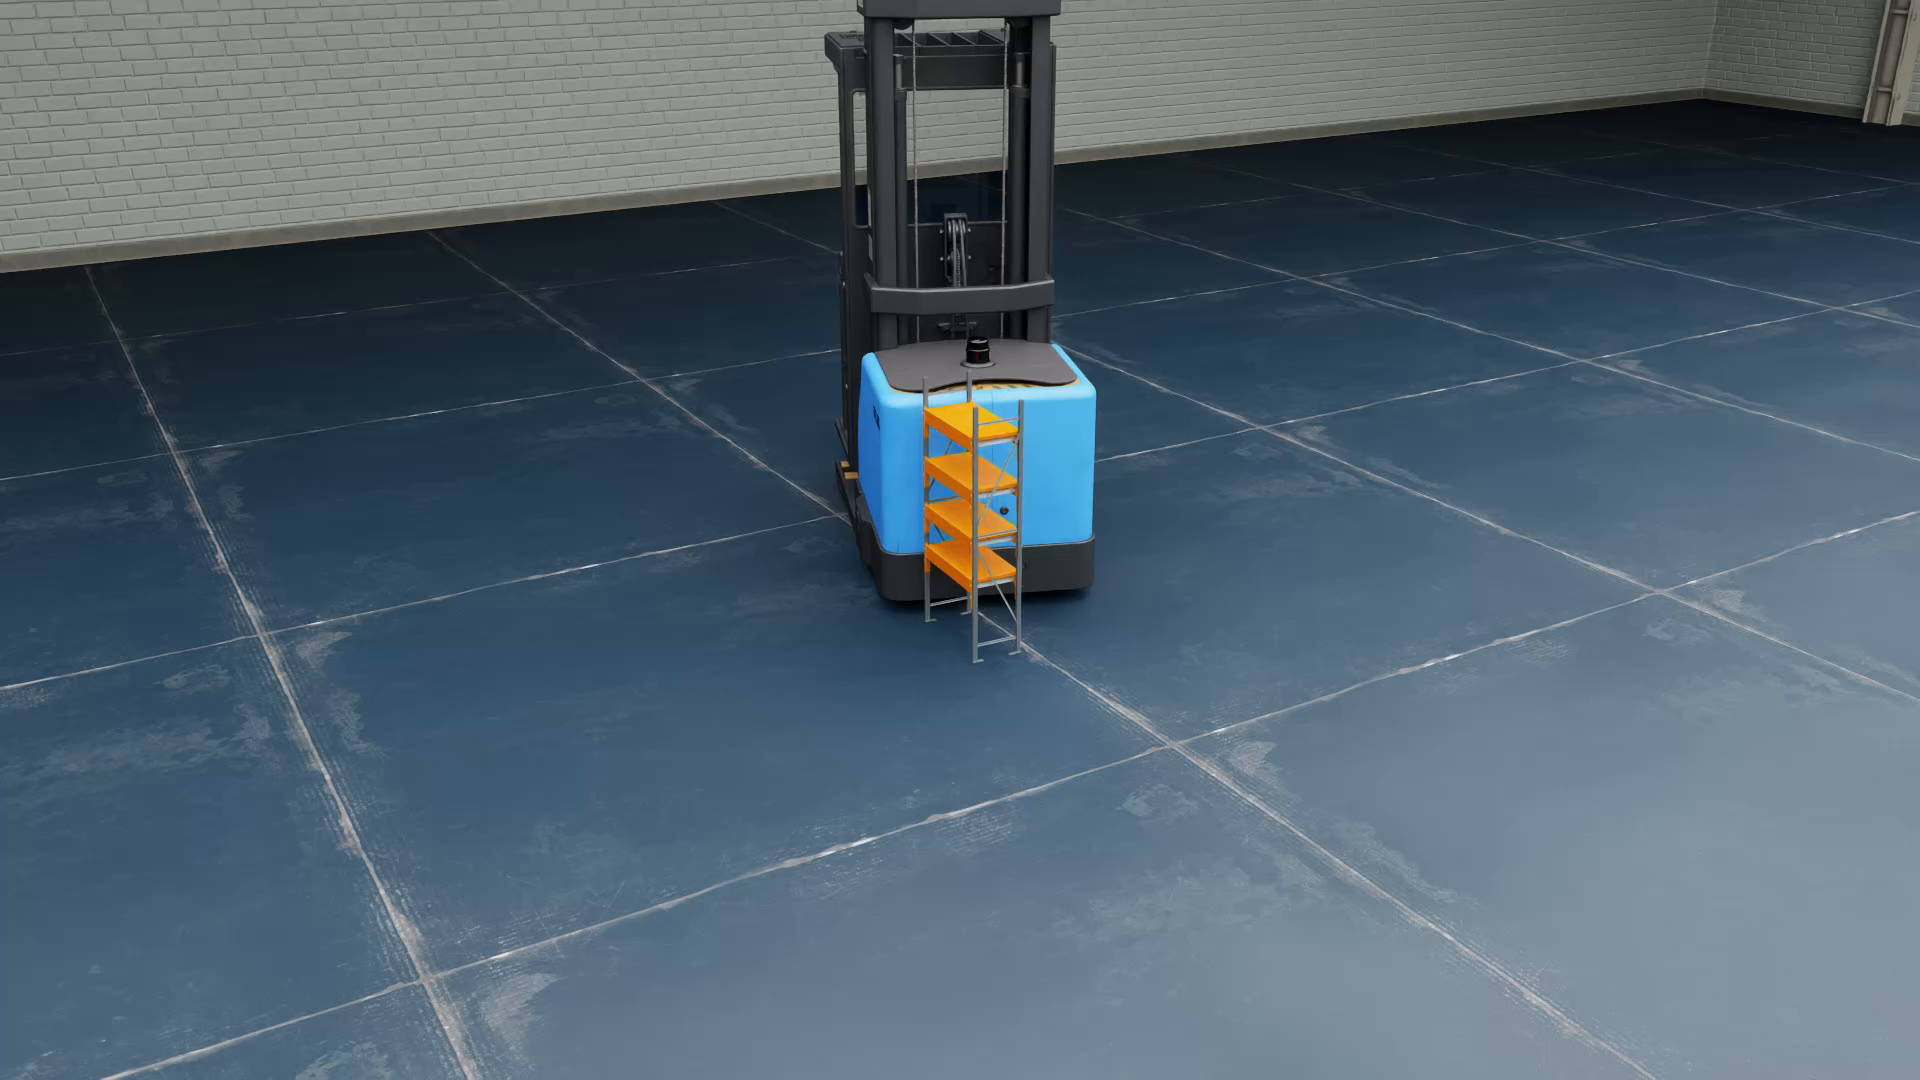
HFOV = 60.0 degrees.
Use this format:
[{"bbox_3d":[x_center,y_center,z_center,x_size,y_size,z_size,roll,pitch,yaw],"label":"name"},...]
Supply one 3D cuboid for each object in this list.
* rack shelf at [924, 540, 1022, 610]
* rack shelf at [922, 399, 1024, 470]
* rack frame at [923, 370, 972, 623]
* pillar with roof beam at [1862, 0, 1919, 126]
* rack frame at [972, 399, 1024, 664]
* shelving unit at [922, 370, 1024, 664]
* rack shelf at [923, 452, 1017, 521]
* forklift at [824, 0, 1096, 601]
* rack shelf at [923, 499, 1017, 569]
[{"bbox_3d":[0.054,0.140,7.579,0.258,0.148,0.480,-11,24,-25],"label":"rack shelf"},{"bbox_3d":[0.054,-0.470,7.331,0.258,0.148,0.480,-11,24,-25],"label":"rack shelf"},{"bbox_3d":[-0.056,-0.188,7.681,0.240,1.200,0.015,-11,24,-25],"label":"rack frame"},{"bbox_3d":[9.053,-9.109,19.272,9.100,9.000,0.400,-13,25,-28],"label":"pillar with roof beam"},{"bbox_3d":[0.163,-0.024,7.277,0.240,1.200,0.015,-11,24,-25],"label":"rack frame"},{"bbox_3d":[0.054,-0.106,7.479,0.258,1.200,0.503,-11,24,-25],"label":"shelving unit"},{"bbox_3d":[0.054,-0.251,7.420,0.258,0.148,0.480,-11,24,-25],"label":"rack shelf"},{"bbox_3d":[-0.107,-1.589,8.829,1.130,2.935,3.031,-4,22,-9],"label":"forklift"},{"bbox_3d":[0.054,-0.044,7.504,0.258,0.148,0.480,-11,24,-25],"label":"rack shelf"}]
